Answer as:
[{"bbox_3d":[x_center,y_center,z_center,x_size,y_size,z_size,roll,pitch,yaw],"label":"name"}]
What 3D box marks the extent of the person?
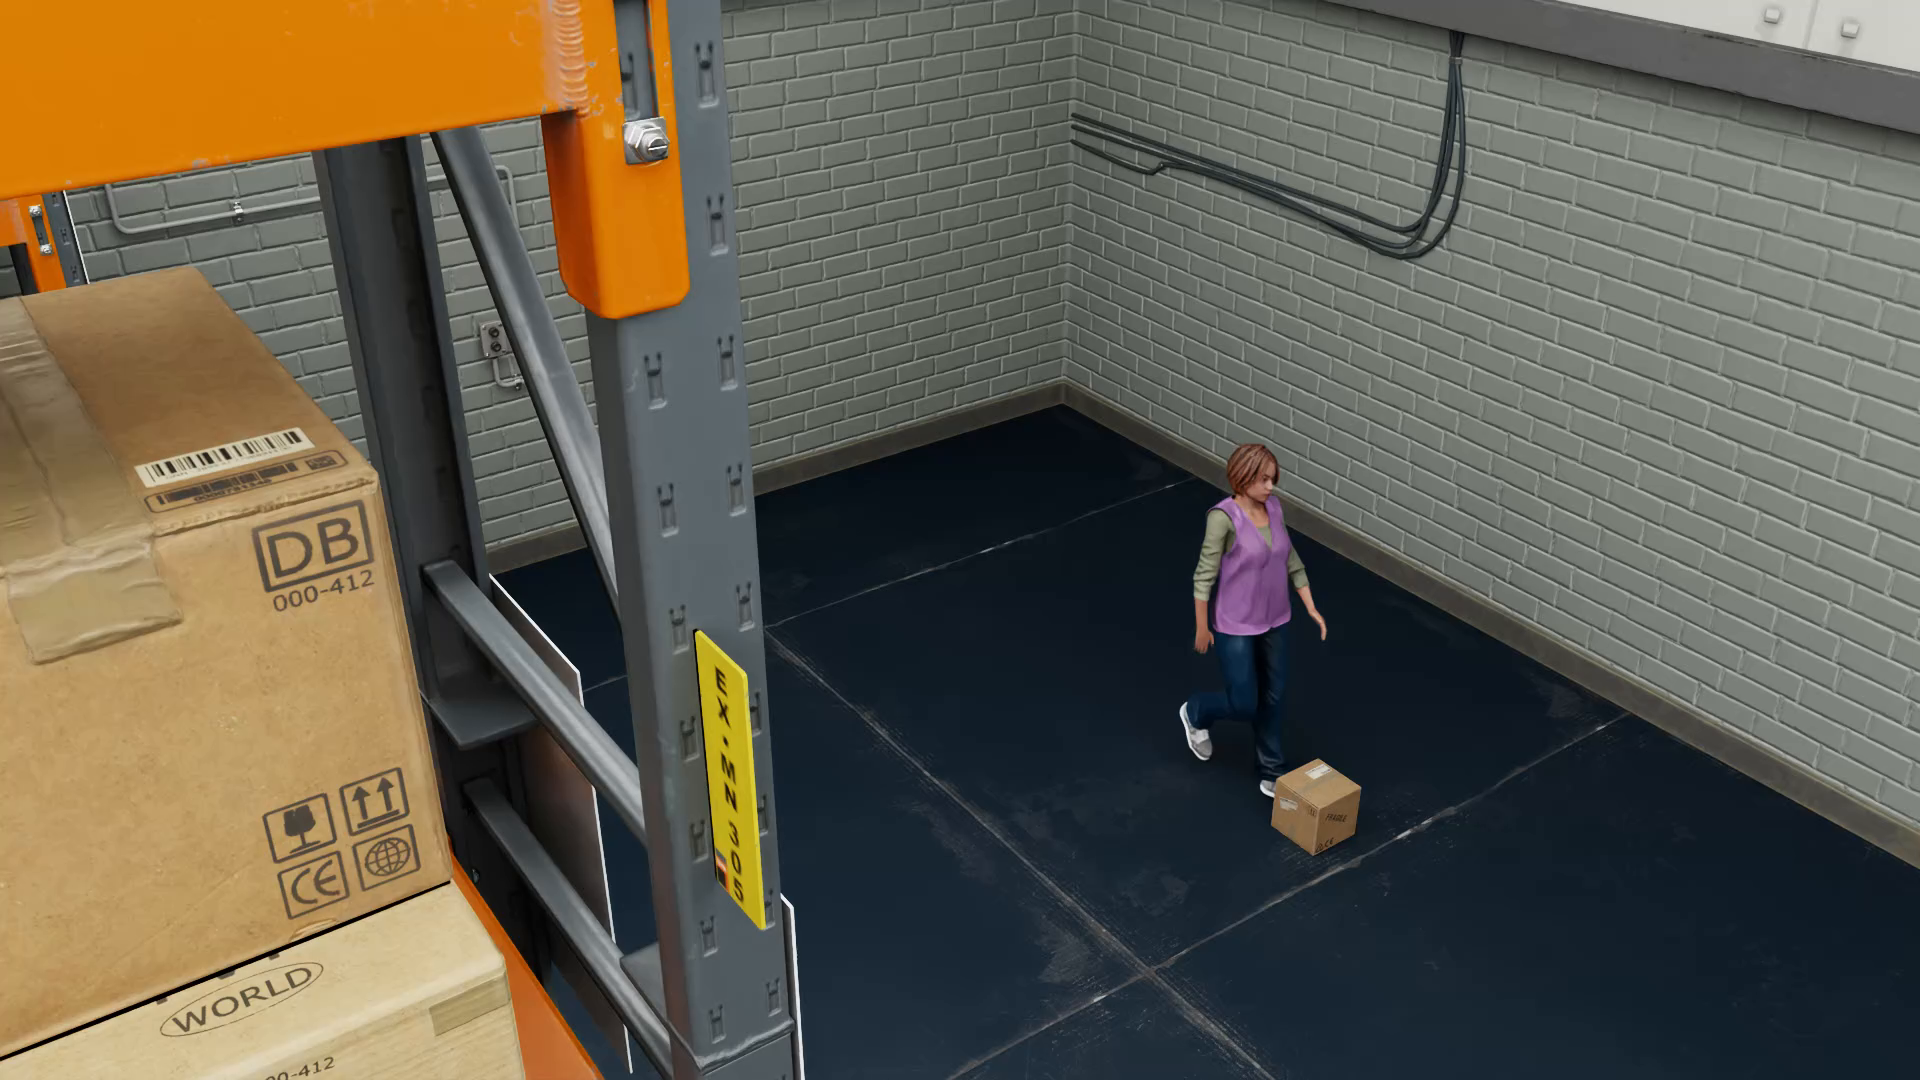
[{"bbox_3d":[1.259,0.377,6.965,0.473,1.559,0.697,-18,34,-30],"label":"person"}]
